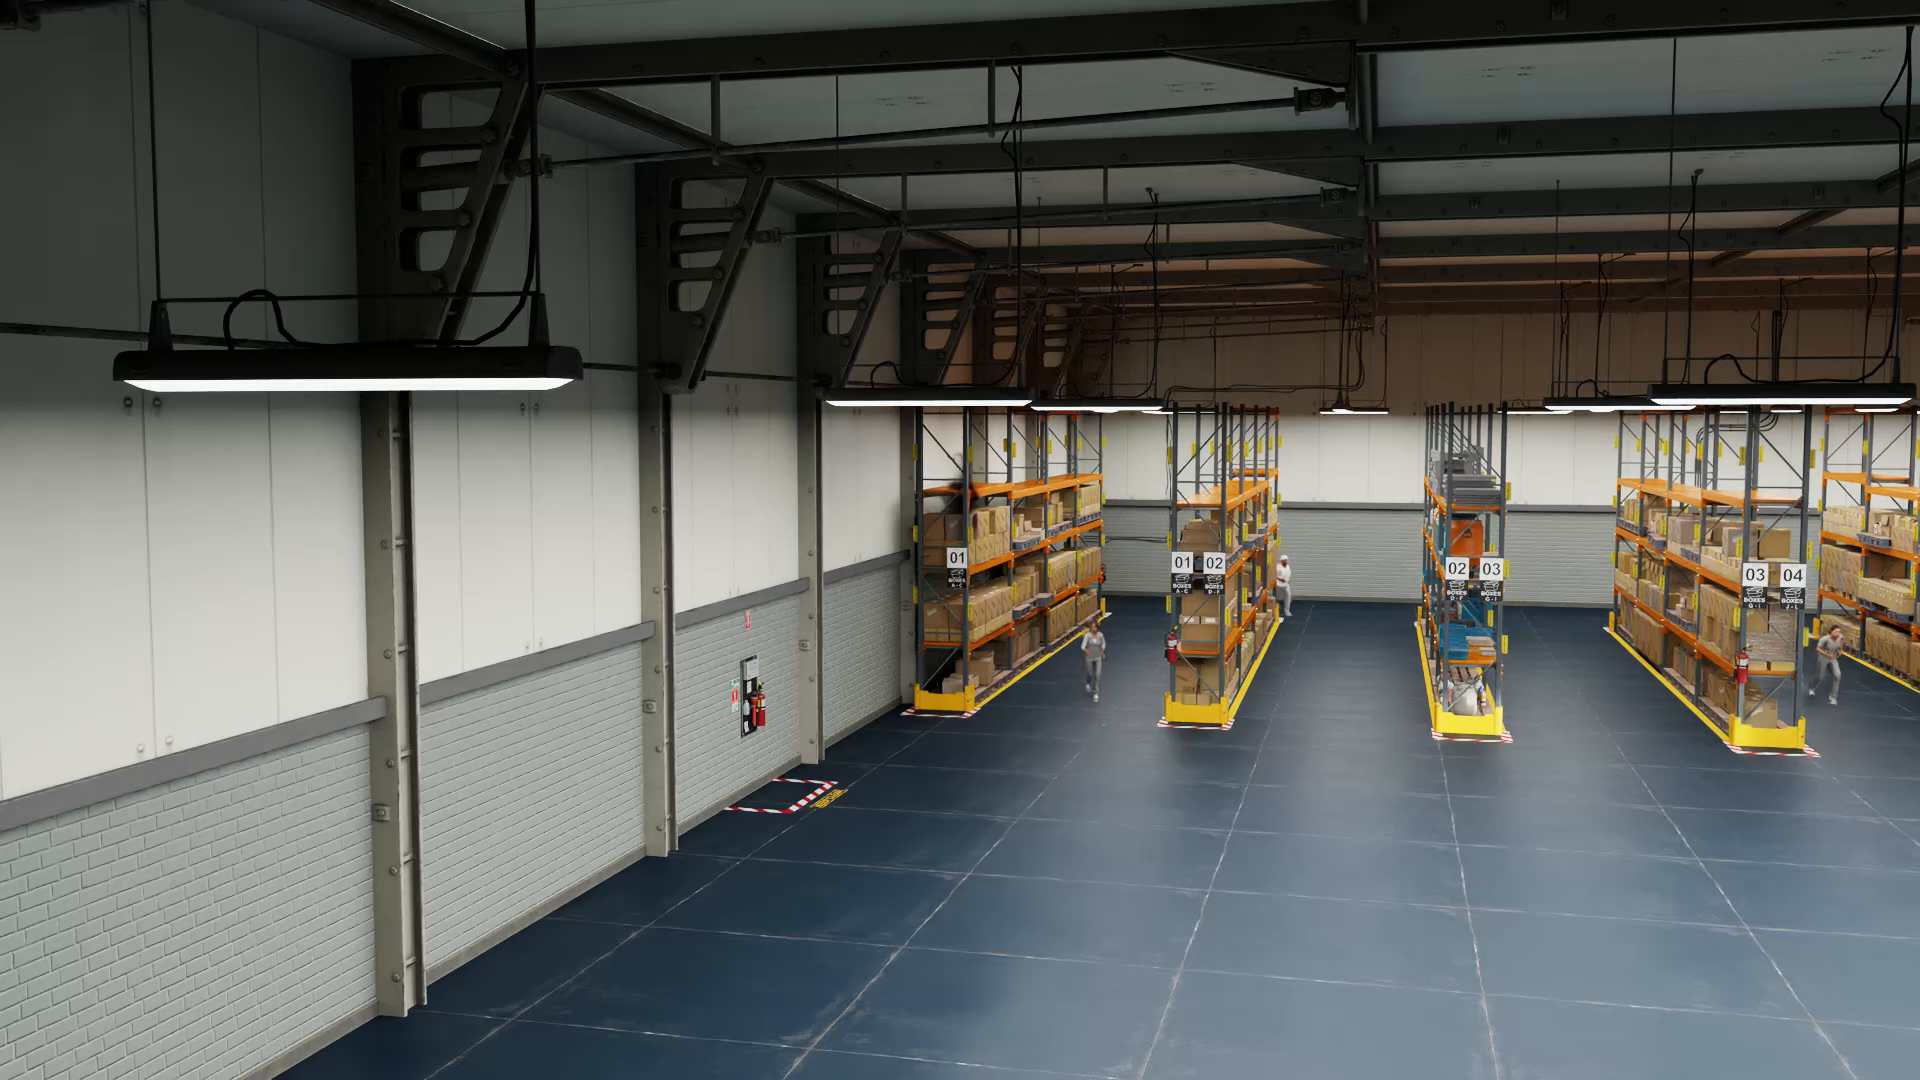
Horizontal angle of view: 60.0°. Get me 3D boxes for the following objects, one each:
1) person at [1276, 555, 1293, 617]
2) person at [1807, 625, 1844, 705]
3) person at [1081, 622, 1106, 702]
[{"bbox_3d":[9.264,1.307,48.038,0.684,1.755,0.934,-3,5,-38],"label":"person"},{"bbox_3d":[17.439,2.473,33.515,0.611,1.626,0.977,-1,4,-7],"label":"person"},{"bbox_3d":[2.709,2.435,33.814,0.519,1.594,0.871,0,4,-3],"label":"person"}]
